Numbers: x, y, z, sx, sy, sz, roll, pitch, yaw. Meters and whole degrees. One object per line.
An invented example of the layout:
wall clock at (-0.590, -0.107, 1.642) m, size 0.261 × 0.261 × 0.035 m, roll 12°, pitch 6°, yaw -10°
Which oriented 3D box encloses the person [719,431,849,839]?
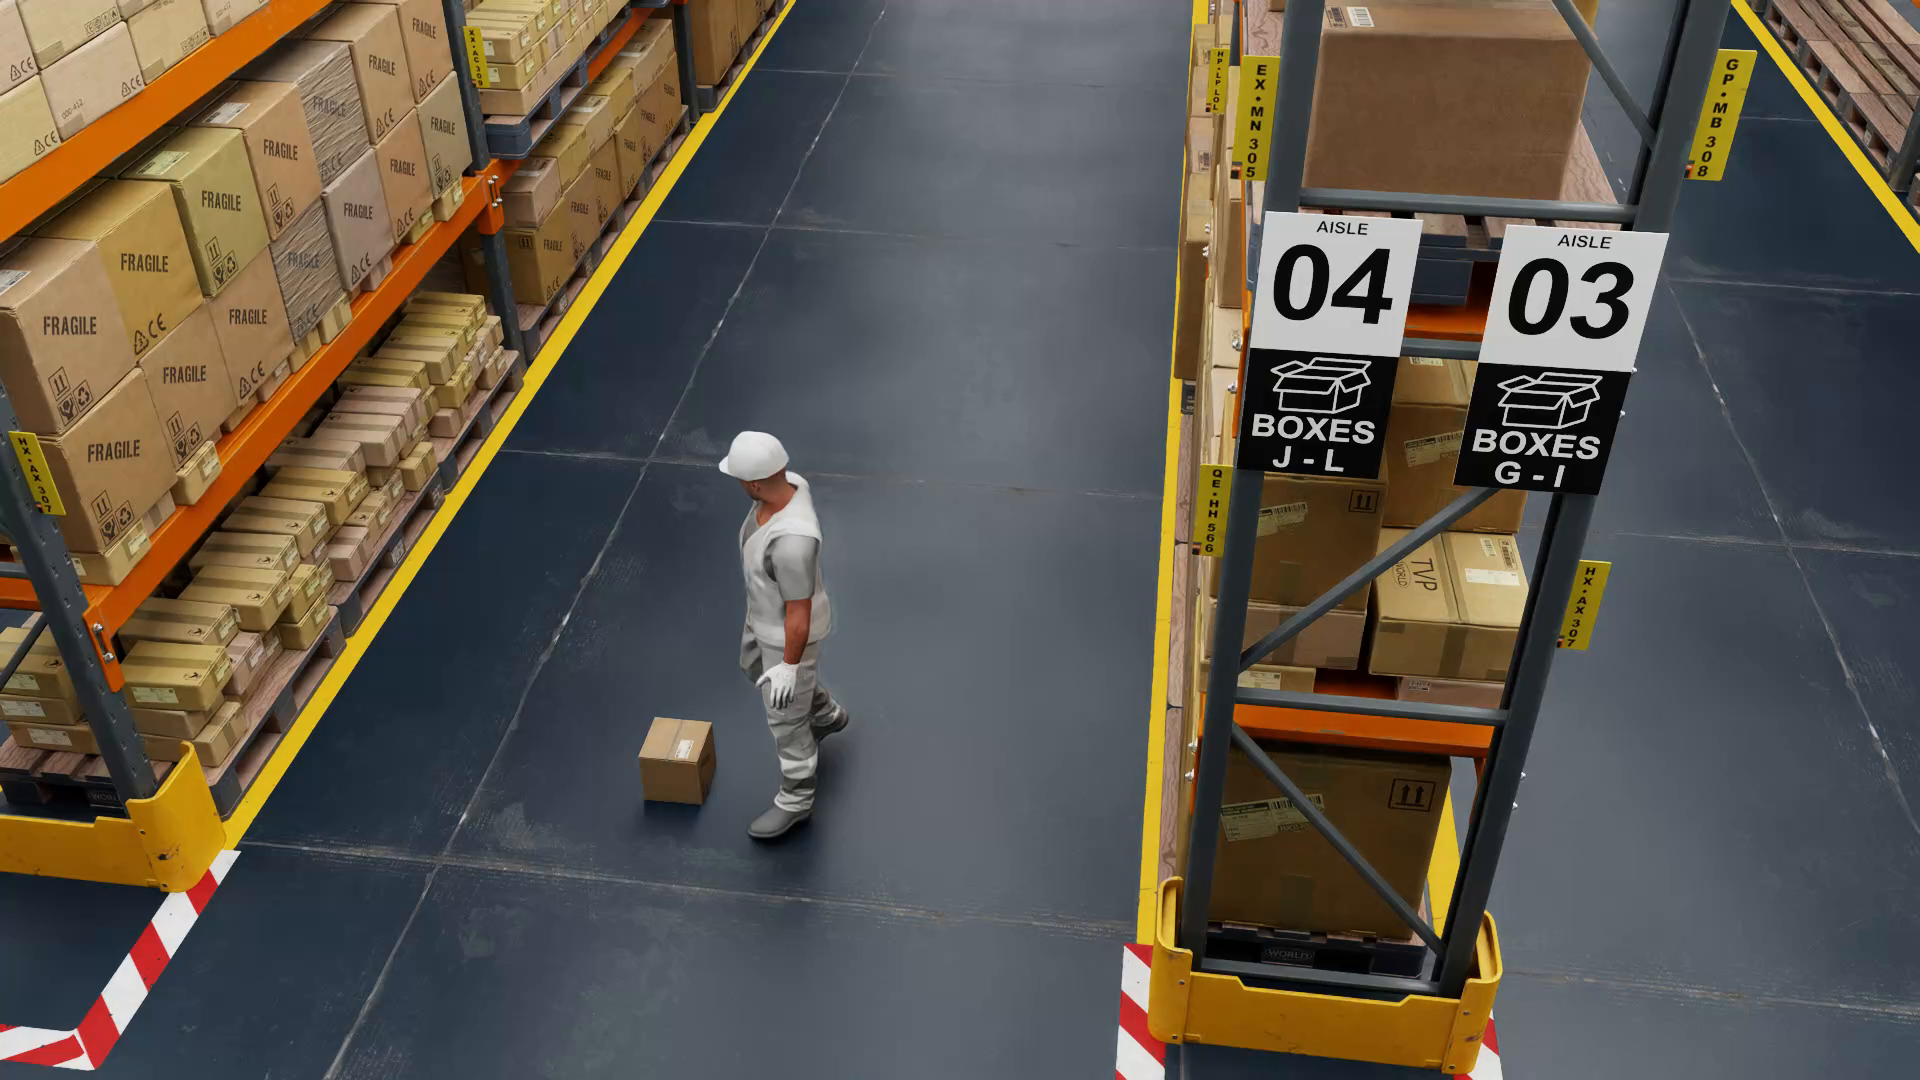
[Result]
person at (-0.674, 0.340, 6.531) m, size 0.525 × 1.786 × 0.664 m, roll -9°, pitch 37°, yaw -13°
